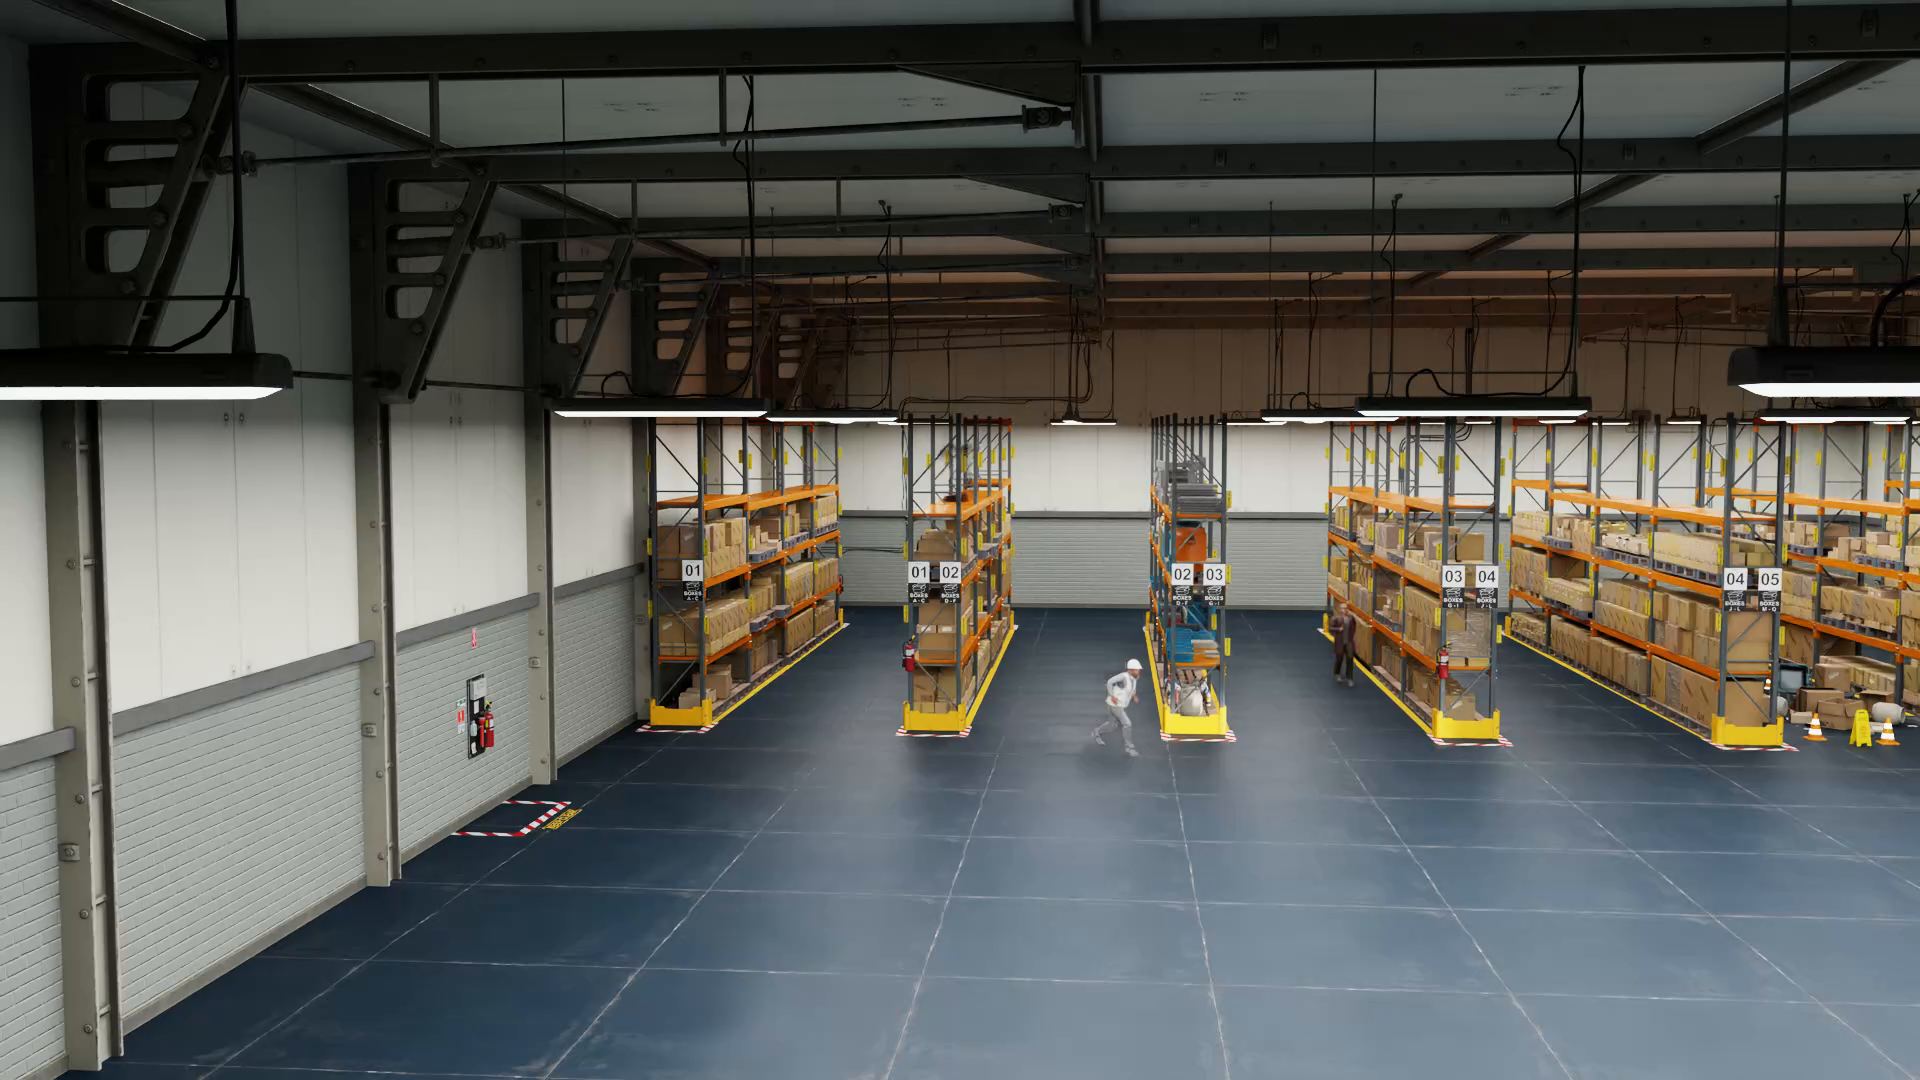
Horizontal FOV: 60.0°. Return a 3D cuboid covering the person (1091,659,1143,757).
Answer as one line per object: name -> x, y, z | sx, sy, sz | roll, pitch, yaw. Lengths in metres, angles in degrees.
person -> 2.737, 2.930, 29.227 | 1.049, 1.732, 0.697 | 3, 5, 39

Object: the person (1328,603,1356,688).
person -> 8.544, 2.324, 37.081 | 0.697, 1.828, 0.915 | 0, 4, -2

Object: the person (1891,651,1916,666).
person -> 21.896, 2.280, 38.534 | 0.590, 1.686, 0.909 | 0, 4, -6

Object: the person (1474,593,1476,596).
person -> 13.830, 1.941, 43.824 | 0.653, 1.696, 0.645 | 1, 4, 9
